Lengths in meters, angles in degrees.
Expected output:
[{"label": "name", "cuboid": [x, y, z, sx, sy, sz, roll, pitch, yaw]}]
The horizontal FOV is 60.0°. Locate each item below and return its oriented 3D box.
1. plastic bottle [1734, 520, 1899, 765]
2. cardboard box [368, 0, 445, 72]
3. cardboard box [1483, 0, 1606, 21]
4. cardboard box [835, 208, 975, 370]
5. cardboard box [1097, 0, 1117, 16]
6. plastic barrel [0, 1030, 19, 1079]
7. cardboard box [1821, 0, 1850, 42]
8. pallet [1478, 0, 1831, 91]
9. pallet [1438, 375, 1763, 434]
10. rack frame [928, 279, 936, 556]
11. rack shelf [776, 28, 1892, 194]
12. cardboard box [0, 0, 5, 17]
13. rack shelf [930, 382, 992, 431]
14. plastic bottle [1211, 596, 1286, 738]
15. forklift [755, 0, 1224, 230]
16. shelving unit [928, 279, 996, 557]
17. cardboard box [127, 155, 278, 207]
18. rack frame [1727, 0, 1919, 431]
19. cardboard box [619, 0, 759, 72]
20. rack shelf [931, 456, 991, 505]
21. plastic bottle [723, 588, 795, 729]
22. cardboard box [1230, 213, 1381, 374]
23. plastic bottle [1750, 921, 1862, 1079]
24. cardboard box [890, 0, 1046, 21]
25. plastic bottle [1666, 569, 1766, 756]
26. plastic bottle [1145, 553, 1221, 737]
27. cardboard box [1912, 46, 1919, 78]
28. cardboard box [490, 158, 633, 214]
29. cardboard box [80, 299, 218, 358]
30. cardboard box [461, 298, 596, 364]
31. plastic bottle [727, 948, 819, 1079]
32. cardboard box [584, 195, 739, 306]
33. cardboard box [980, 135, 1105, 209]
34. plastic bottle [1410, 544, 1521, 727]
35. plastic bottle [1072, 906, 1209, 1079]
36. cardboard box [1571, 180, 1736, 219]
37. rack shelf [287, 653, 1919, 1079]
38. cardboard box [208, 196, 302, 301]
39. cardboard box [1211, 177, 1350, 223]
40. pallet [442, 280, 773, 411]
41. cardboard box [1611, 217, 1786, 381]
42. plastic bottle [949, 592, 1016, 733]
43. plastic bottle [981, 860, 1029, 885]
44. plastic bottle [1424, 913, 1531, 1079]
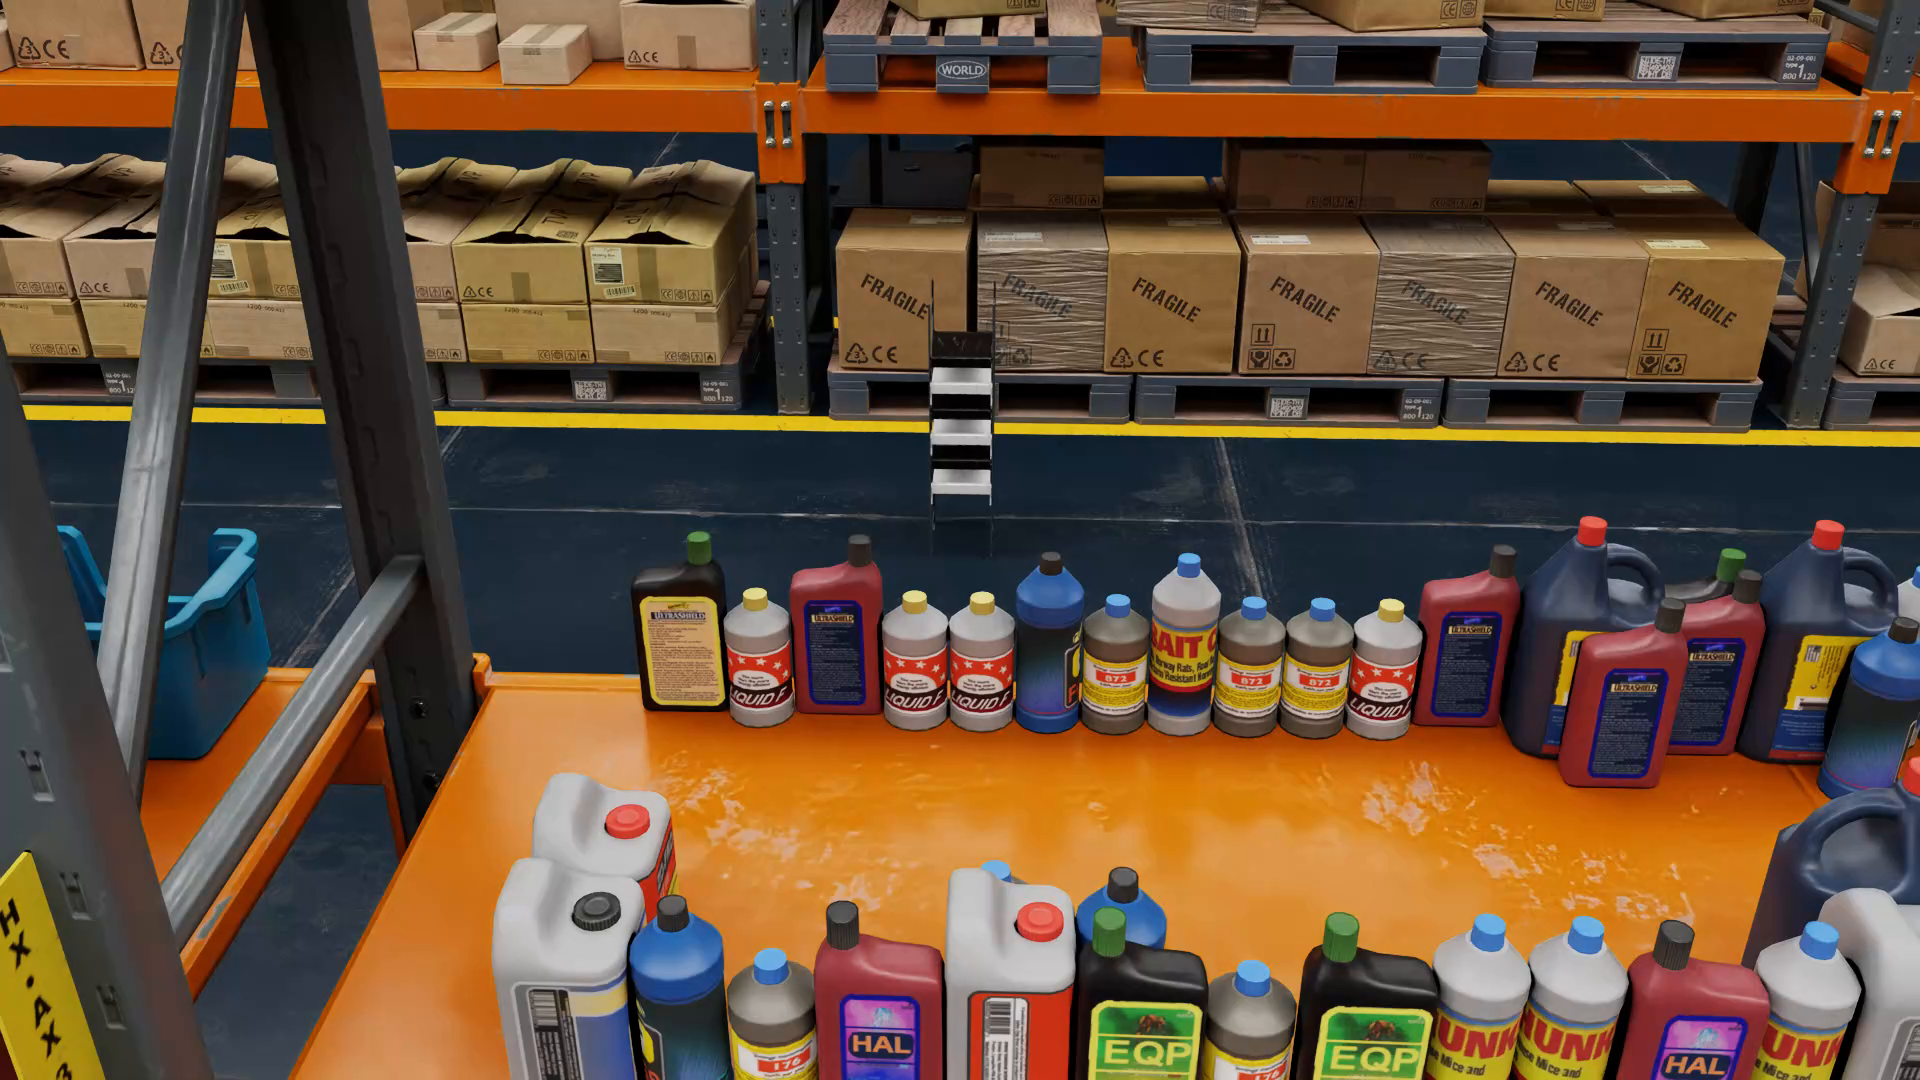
[{"label": "plastic bottle", "cuboid": [1.207, 0.136, 2.343, 0.185, 0.351, 0.144, 1, 28, 2]}, {"label": "cardboard box", "cuboid": [-2.329, -2.122, 6.443, 0.500, 0.500, 0.500, -1, 28, -1]}, {"label": "cardboard box", "cuboid": [2.191, -2.315, 6.360, 0.500, 0.500, 0.700, 5, 28, 10]}, {"label": "cardboard box", "cuboid": [-0.206, -1.006, 6.644, 0.500, 0.500, 0.500, 2, 28, 4]}, {"label": "cardboard box", "cuboid": [1.125, -3.521, 11.036, 0.750, 0.750, 0.750, 1, 28, 2]}, {"label": "plastic barrel", "cuboid": [-1.304, 0.335, 1.770, 0.708, 0.536, 0.600, 1, 28, 2]}, {"label": "cardboard box", "cuboid": [5.809, -3.306, 11.005, 0.500, 0.500, 0.700, 0, 28, 0]}, {"label": "pallet", "cuboid": [2.551, -1.971, 6.470, 1.213, 0.211, 1.003, 1, 28, 2]}, {"label": "pallet", "cuboid": [2.532, -0.755, 6.949, 1.213, 0.211, 1.003, 1, 28, 2]}, {"label": "rack frame", "cuboid": [-0.093, -0.399, 5.542, 0.006, 0.900, 0.240, 1, 28, 2]}, {"label": "rack shelf", "cuboid": [1.347, -1.707, 6.535, 4.000, 0.370, 1.077, 1, 28, 2]}, {"label": "cardboard box", "cuboid": [-3.764, -2.136, 6.720, 0.258, 0.266, 0.396, 0, 28, 1]}, {"label": "rack shelf", "cuboid": [0.008, -0.448, 5.512, 0.200, 0.077, 0.258, 1, 28, 2]}, {"label": "plastic bottle", "cuboid": [0.421, 0.178, 2.424, 0.097, 0.201, 0.097, 0, 28, 0]}, {"label": "forklift", "cuboid": [-0.114, -2.835, 7.968, 3.031, 2.935, 1.130, 1, 28, 3]}, {"label": "shelving unit", "cuboid": [0.008, -0.397, 5.539, 0.210, 0.900, 0.258, 1, 28, 2]}, {"label": "cardboard box", "cuboid": [-3.215, -1.454, 7.180, 0.500, 0.311, 0.500, 1, 28, 2]}, {"label": "rack frame", "cuboid": [3.346, -1.991, 6.304, 0.127, 3.000, 1.000, 1, 28, 2]}, {"label": "cardboard box", "cuboid": [-1.013, -2.045, 6.499, 0.500, 0.311, 0.500, 3, 28, 5]}, {"label": "rack shelf", "cuboid": [0.008, -0.209, 5.639, 0.200, 0.077, 0.258, 1, 28, 2]}, {"label": "plastic bottle", "cuboid": [-0.296, 0.166, 2.446, 0.097, 0.201, 0.097, 0, 28, 0]}, {"label": "cardboard box", "cuboid": [1.340, -0.983, 6.601, 0.500, 0.500, 0.500, 0, 28, 0]}, {"label": "plastic bottle", "cuboid": [0.860, 0.510, 1.722, 0.097, 0.271, 0.097, 0, 28, 0]}, {"label": "cardboard box", "cuboid": [-0.018, -2.330, 6.387, 0.500, 0.500, 0.700, -8, 29, -15]}, {"label": "plastic bottle", "cuboid": [1.048, 0.172, 2.347, 0.133, 0.283, 0.061, 1, 28, 2]}, {"label": "plastic bottle", "cuboid": [0.324, 0.146, 2.410, 0.097, 0.271, 0.097, 0, 28, 0]}, {"label": "cardboard box", "cuboid": [3.846, -1.900, 6.024, 0.500, 0.500, 0.500, 2, 28, 3]}, {"label": "cardboard box", "cuboid": [-1.690, -1.427, 7.127, 0.500, 0.311, 0.500, 0, 28, 1]}, {"label": "cardboard box", "cuboid": [-3.226, -0.955, 6.837, 0.500, 0.250, 0.500, 0, 28, 0]}, {"label": "cardboard box", "cuboid": [-1.701, -0.930, 6.788, 0.500, 0.250, 0.500, 1, 28, 1]}, {"label": "plastic bottle", "cuboid": [-0.197, 0.524, 1.772, 0.097, 0.201, 0.097, 0, 28, 0]}, {"label": "cardboard box", "cuboid": [-1.183, -1.169, 6.642, 0.500, 0.311, 0.500, 2, 28, 3]}, {"label": "cardboard box", "cuboid": [0.348, -1.574, 6.915, 0.500, 0.250, 0.500, 2, 28, 4]}, {"label": "plastic bottle", "cuboid": [0.732, 0.138, 2.411, 0.133, 0.283, 0.061, 1, 28, 2]}, {"label": "plastic bottle", "cuboid": [0.186, 0.502, 1.725, 0.133, 0.283, 0.061, 1, 28, 2]}, {"label": "cardboard box", "cuboid": [2.871, -1.203, 7.017, 0.500, 0.500, 0.500, 0, 28, -1]}, {"label": "rack shelf", "cuboid": [1.169, 0.612, 2.161, 4.000, 0.370, 1.077, 1, 28, 2]}, {"label": "cardboard box", "cuboid": [-2.708, -1.194, 6.688, 0.500, 0.311, 0.500, 2, 28, 3]}, {"label": "cardboard box", "cuboid": [1.334, -1.227, 7.062, 0.500, 0.500, 0.500, 0, 28, 0]}, {"label": "pallet", "cuboid": [-1.473, -0.857, 7.142, 1.213, 0.211, 1.003, 1, 28, 2]}, {"label": "cardboard box", "cuboid": [2.843, -0.955, 6.549, 0.500, 0.500, 0.500, 1, 28, 2]}, {"label": "plastic bottle", "cuboid": [0.032, 0.172, 2.436, 0.097, 0.201, 0.097, 0, 28, 0]}, {"label": "plastic bottle", "cuboid": [0.039, 0.456, 1.899, 0.097, 0.201, 0.097, 0, 28, 0]}, {"label": "plastic bottle", "cuboid": [0.532, 0.505, 1.733, 0.097, 0.271, 0.097, 0, 28, 0]}]
